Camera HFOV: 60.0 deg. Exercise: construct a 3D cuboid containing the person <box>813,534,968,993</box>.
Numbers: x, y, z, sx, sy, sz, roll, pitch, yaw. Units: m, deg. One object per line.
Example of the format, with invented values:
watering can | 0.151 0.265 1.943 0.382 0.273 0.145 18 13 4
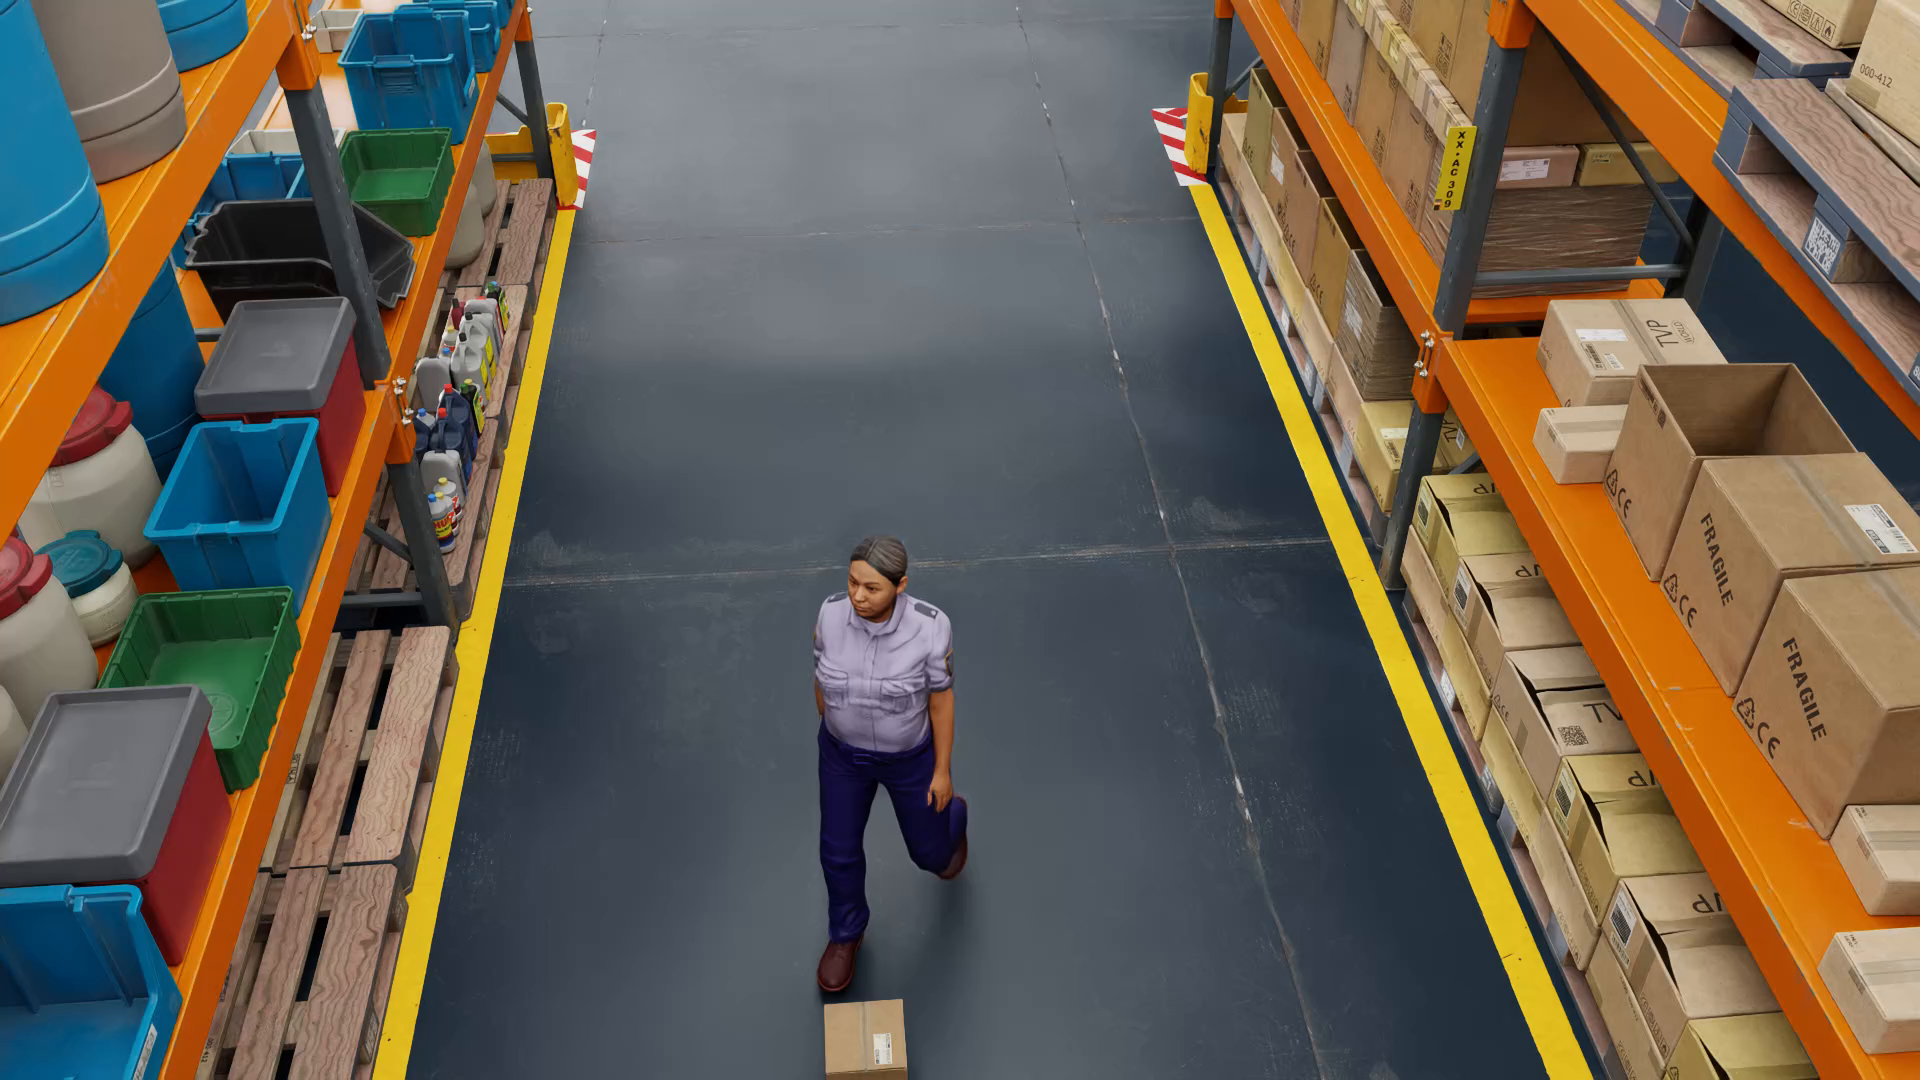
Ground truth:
person | -0.249 0.681 5.309 0.489 1.617 0.757 8 40 10
